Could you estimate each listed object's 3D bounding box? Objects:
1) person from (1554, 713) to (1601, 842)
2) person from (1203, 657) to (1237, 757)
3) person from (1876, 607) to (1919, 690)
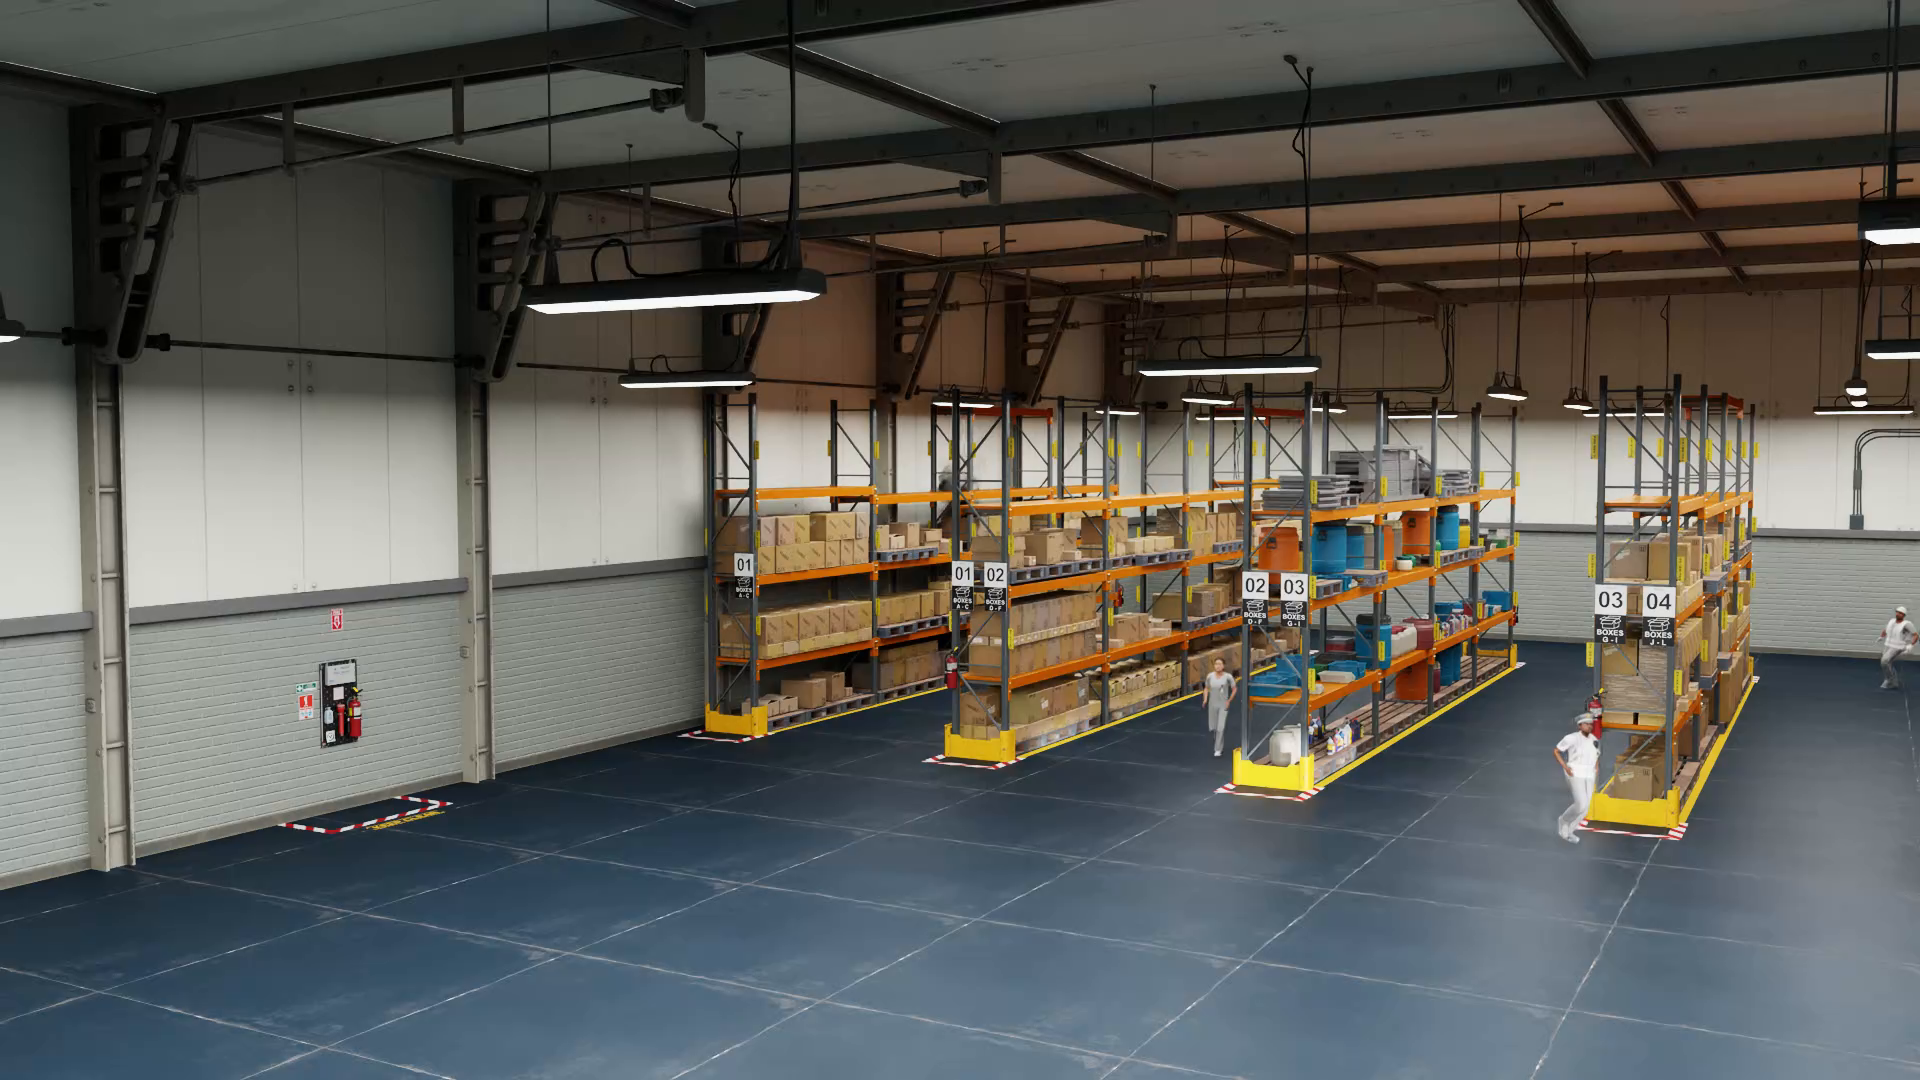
[{"bbox_3d":[7.930,3.023,21.181,0.610,1.658,0.502,-1,3,-14],"label":"person"},{"bbox_3d":[4.292,2.720,27.361,0.550,1.621,0.622,1,3,22],"label":"person"},{"bbox_3d":[19.515,2.272,34.764,0.623,1.752,0.741,0,3,-9],"label":"person"}]
